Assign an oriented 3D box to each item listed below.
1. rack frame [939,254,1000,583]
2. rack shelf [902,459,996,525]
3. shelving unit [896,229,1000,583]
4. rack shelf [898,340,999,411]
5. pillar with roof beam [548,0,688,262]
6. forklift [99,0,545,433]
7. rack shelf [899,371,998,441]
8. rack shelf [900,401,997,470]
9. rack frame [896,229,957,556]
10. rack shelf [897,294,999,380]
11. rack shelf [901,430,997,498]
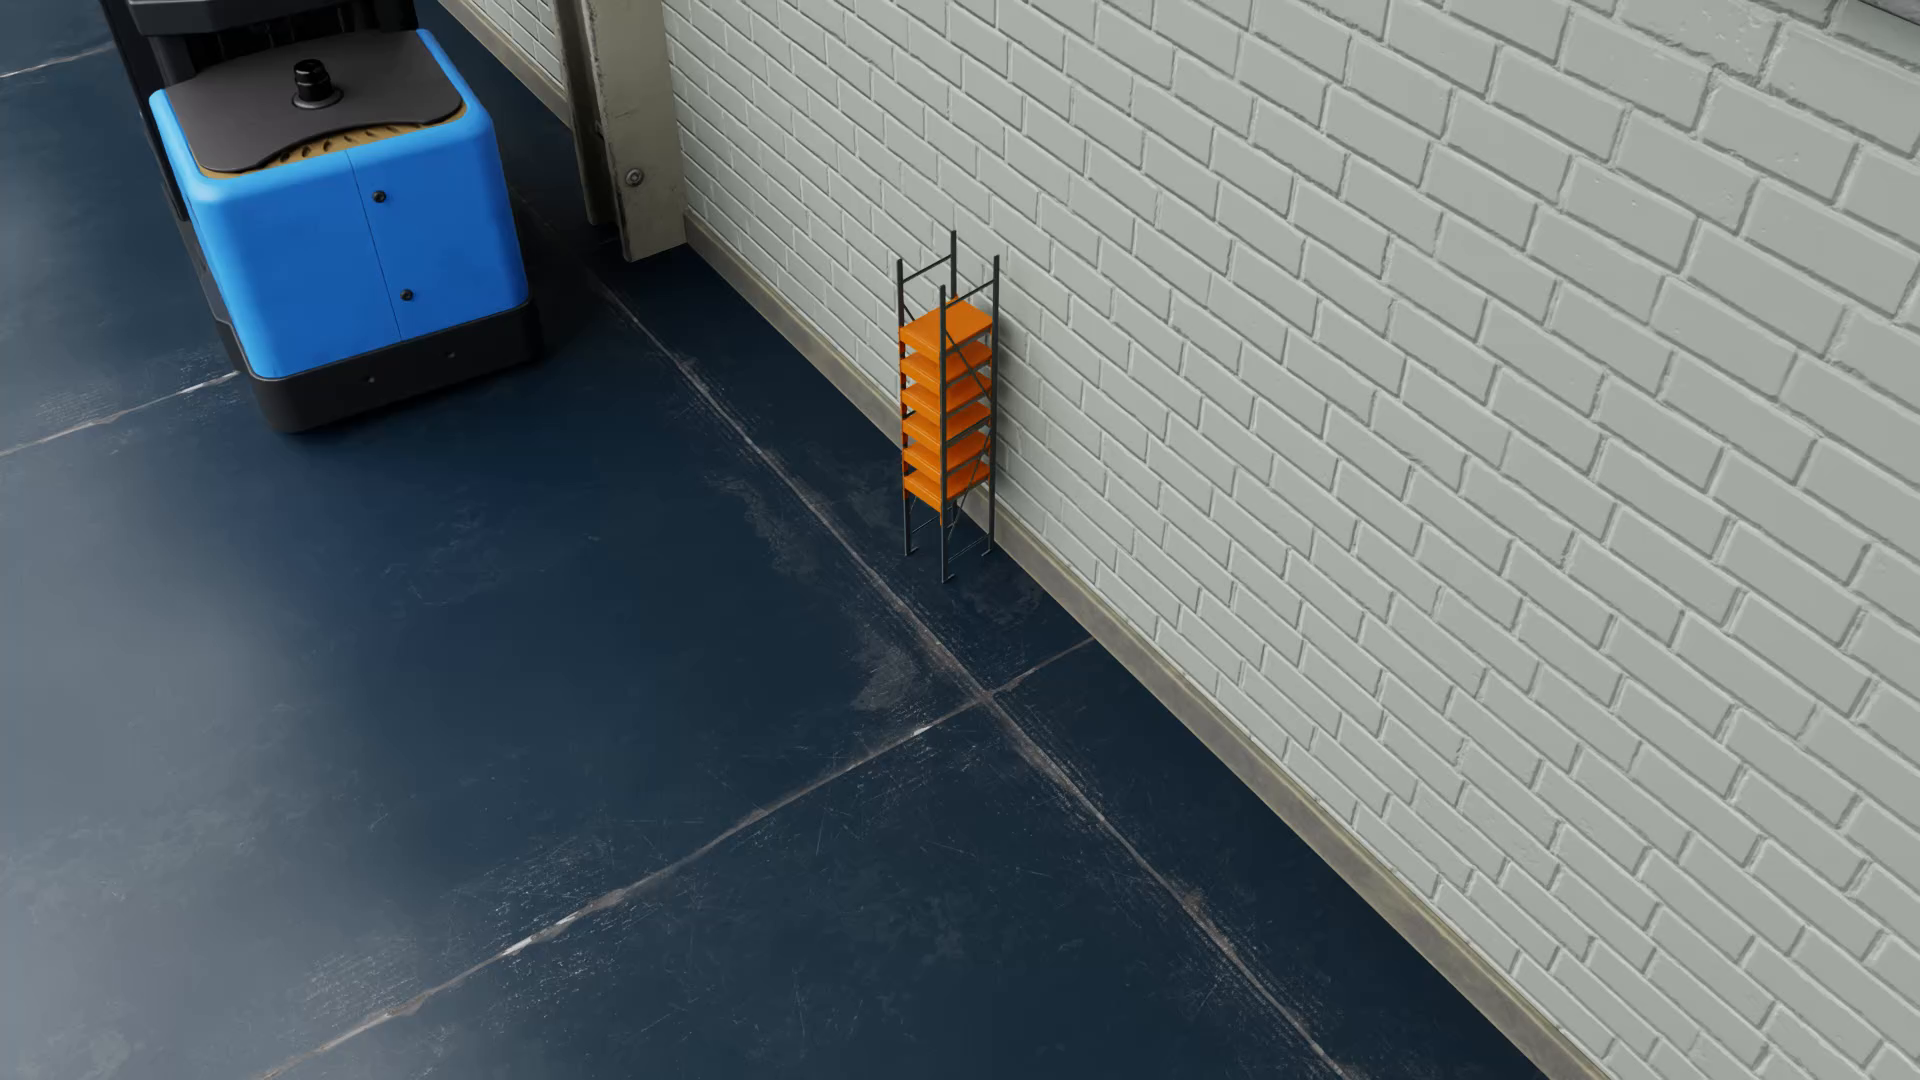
[{"bbox_3d":[0.028,-0.348,5.244,0.240,1.200,0.006,-34,53,-30],"label":"rack frame"},{"bbox_3d":[-0.035,-0.187,5.488,0.258,0.103,0.180,-34,53,-30],"label":"rack shelf"},{"bbox_3d":[-0.035,-0.393,5.292,0.258,1.200,0.189,-34,53,-30],"label":"shelving unit"},{"bbox_3d":[-0.035,-0.535,5.157,0.258,0.103,0.180,-34,53,-30],"label":"rack shelf"},{"bbox_3d":[-4.904,-2.889,2.259,9.100,9.000,0.400,-26,49,-24],"label":"pillar with roof beam"},{"bbox_3d":[-2.770,-2.460,6.204,1.130,2.935,3.031,-21,48,-21],"label":"forklift"},{"bbox_3d":[-0.035,-0.448,5.240,0.258,0.103,0.180,-34,53,-30],"label":"rack shelf"},{"bbox_3d":[-0.035,-0.361,5.323,0.258,0.103,0.180,-34,53,-30],"label":"rack shelf"},{"bbox_3d":[-0.099,-0.438,5.340,0.240,1.200,0.006,-34,53,-30],"label":"rack frame"},{"bbox_3d":[-0.035,-0.622,5.075,0.258,0.103,0.180,-34,53,-30],"label":"rack shelf"},{"bbox_3d":[-0.035,-0.274,5.405,0.258,0.103,0.180,-34,53,-30],"label":"rack shelf"}]
